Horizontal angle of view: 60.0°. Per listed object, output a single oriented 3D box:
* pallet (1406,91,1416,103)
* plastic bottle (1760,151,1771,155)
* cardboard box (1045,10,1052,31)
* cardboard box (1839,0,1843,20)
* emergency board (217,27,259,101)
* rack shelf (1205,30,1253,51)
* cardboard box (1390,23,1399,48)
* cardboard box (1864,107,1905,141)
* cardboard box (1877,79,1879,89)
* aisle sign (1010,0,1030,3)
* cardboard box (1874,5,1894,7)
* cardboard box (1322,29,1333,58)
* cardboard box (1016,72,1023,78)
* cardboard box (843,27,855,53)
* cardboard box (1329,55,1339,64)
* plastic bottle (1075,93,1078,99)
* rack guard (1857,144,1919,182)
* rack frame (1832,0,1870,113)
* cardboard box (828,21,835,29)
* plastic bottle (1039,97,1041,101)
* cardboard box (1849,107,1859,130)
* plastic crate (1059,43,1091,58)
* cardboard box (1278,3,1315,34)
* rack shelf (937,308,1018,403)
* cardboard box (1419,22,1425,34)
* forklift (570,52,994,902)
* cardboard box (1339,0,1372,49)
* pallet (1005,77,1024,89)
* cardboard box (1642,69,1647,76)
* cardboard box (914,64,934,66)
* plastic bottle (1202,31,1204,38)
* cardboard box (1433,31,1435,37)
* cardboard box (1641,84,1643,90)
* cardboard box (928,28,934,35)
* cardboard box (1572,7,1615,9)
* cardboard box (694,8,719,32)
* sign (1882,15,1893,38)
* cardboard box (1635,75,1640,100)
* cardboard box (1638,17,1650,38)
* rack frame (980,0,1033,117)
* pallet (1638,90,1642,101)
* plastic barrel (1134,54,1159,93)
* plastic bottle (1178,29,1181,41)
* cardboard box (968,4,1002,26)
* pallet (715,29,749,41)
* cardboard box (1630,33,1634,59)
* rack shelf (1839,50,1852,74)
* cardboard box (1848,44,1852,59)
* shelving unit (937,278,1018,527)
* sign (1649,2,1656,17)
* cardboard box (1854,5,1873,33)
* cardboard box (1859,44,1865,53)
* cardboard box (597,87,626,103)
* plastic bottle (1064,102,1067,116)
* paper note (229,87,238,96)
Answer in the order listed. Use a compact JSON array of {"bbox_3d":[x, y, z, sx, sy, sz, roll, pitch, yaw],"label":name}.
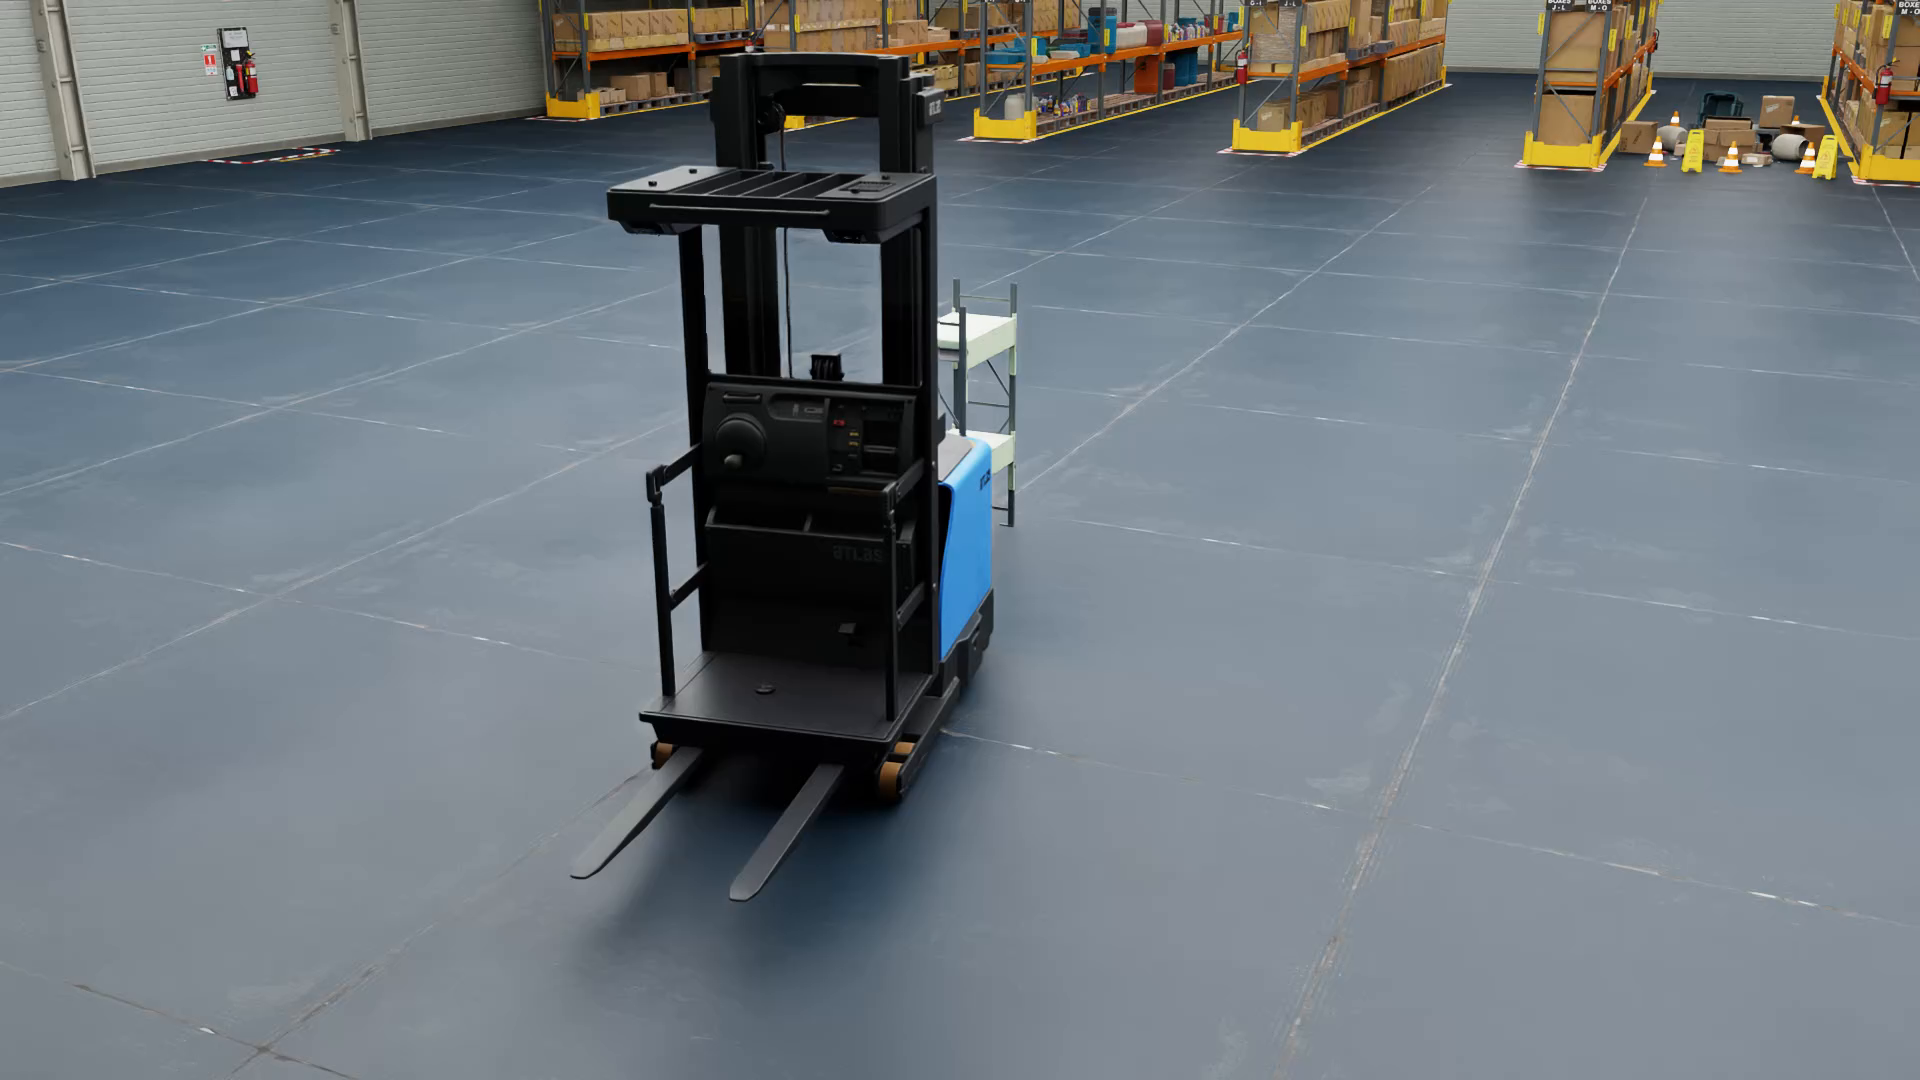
[{"bbox_3d":[10.040,-10.395,38.883,1.003,0.211,1.213,9,21,23],"label":"pallet"},{"bbox_3d":[13.813,-6.628,28.515,0.133,0.061,0.283,13,23,32],"label":"plastic bottle"},{"bbox_3d":[2.123,-13.790,44.120,0.500,0.500,0.500,8,21,22],"label":"cardboard box"},{"bbox_3d":[20.305,-12.070,37.789,0.500,0.500,0.500,8,21,21],"label":"cardboard box"},{"bbox_3d":[-12.189,-8.074,28.195,0.194,1.169,0.643,9,21,23],"label":"emergency board"},{"bbox_3d":[6.588,-12.907,42.859,1.077,0.370,4.000,9,21,23],"label":"rack shelf"},{"bbox_3d":[9.306,-11.048,36.410,0.500,0.500,0.500,8,21,21],"label":"cardboard box"},{"bbox_3d":[14.716,-6.623,26.473,0.500,0.500,0.500,9,22,25],"label":"cardboard box"},{"bbox_3d":[14.375,-7.045,25.676,0.380,0.149,0.250,8,21,22],"label":"cardboard box"},{"bbox_3d":[1.093,-10.129,30.094,0.394,0.787,0.004,9,21,23],"label":"aisle sign"},{"bbox_3d":[15.446,-8.550,27.449,0.700,0.500,0.500,9,21,23],"label":"cardboard box"},{"bbox_3d":[6.421,-9.253,30.917,0.875,0.500,0.500,9,21,23],"label":"cardboard box"},{"bbox_3d":[1.311,-12.155,42.744,0.500,0.500,0.500,8,21,22],"label":"cardboard box"},{"bbox_3d":[-2.619,-10.465,34.770,0.700,0.500,0.500,9,21,24],"label":"cardboard box"},{"bbox_3d":[6.923,-9.050,31.314,0.380,0.149,0.250,9,21,23],"label":"cardboard box"},{"bbox_3d":[2.361,-8.932,33.903,0.144,0.351,0.185,9,21,23],"label":"plastic bottle"},{"bbox_3d":[14.446,-5.772,25.454,1.175,0.500,0.348,9,21,23],"label":"rack guard"},{"bbox_3d":[19.329,-10.595,35.284,1.000,3.000,0.127,9,21,23],"label":"rack frame"},{"bbox_3d":[-2.780,-10.484,33.855,0.380,0.149,0.250,8,21,22],"label":"cardboard box"},{"bbox_3d":[1.601,-8.824,33.702,0.061,0.283,0.133,10,22,25],"label":"plastic bottle"},{"bbox_3d":[16.840,-7.703,30.447,0.950,0.372,0.625,9,22,24],"label":"cardboard box"},{"bbox_3d":[2.288,-9.743,33.111,0.499,0.251,0.616,9,21,23],"label":"plastic crate"},{"bbox_3d":[5.848,-9.076,28.927,0.500,0.500,0.500,9,21,23],"label":"cardboard box"},{"bbox_3d":[-0.003,-1.072,9.581,0.431,0.370,0.720,9,21,23],"label":"rack shelf"},{"bbox_3d":[10.719,-12.132,39.386,0.500,0.250,0.500,8,21,22],"label":"cardboard box"},{"bbox_3d":[-0.692,-0.435,6.819,1.130,2.935,3.031,5,20,14],"label":"forklift"},{"bbox_3d":[7.465,-10.214,32.689,1.000,1.000,1.000,9,21,23],"label":"cardboard box"},{"bbox_3d":[0.953,-11.748,42.687,1.003,0.211,1.213,9,21,23],"label":"pallet"},{"bbox_3d":[16.055,-11.079,39.385,0.380,0.149,0.250,9,22,25],"label":"cardboard box"},{"bbox_3d":[-0.869,-11.139,39.454,0.500,0.311,0.500,9,22,25],"label":"cardboard box"},{"bbox_3d":[5.880,-12.337,40.478,0.097,0.201,0.097,0,20,0],"label":"plastic bottle"},{"bbox_3d":[11.454,-12.438,40.841,0.380,0.149,0.250,9,21,24],"label":"cardboard box"},{"bbox_3d":[15.918,-10.725,39.278,0.380,0.149,0.250,9,21,24],"label":"cardboard box"},{"bbox_3d":[-0.929,-11.804,38.816,0.500,0.311,0.500,8,21,22],"label":"cardboard box"},{"bbox_3d":[10.637,-8.776,28.334,0.875,0.550,0.500,9,21,23],"label":"cardboard box"},{"bbox_3d":[-6.070,-12.123,38.776,0.700,0.500,0.500,11,22,28],"label":"cardboard box"},{"bbox_3d":[13.917,-7.704,24.954,0.100,0.325,0.005,9,21,23],"label":"sign"},{"bbox_3d":[14.698,-10.003,36.722,0.500,0.500,0.500,8,21,22],"label":"cardboard box"},{"bbox_3d":[15.204,-11.548,37.369,0.500,0.500,0.500,8,21,22],"label":"cardboard box"},{"bbox_3d":[0.855,-8.966,30.704,1.000,3.000,0.127,9,21,23],"label":"rack frame"},{"bbox_3d":[15.512,-10.514,39.218,1.003,0.211,1.213,9,21,23],"label":"pallet"},{"bbox_3d":[4.316,-10.739,38.301,0.600,0.830,0.708,9,21,23],"label":"plastic barrel"},{"bbox_3d":[5.118,-11.792,38.823,0.061,0.283,0.133,9,21,23],"label":"plastic bottle"},{"bbox_3d":[0.630,-13.227,41.910,0.700,0.500,0.500,12,23,31],"label":"cardboard box"},{"bbox_3d":[-5.681,-12.070,39.718,1.003,0.211,1.213,9,21,23],"label":"pallet"},{"bbox_3d":[12.784,-9.588,32.304,0.500,0.500,0.500,8,21,22],"label":"cardboard box"},{"bbox_3d":[18.510,-9.645,33.686,1.077,0.370,4.000,9,21,23],"label":"rack shelf"},{"bbox_3d":[17.856,-9.650,32.851,0.500,0.250,0.500,9,21,24],"label":"cardboard box"},{"bbox_3d":[-0.003,-0.705,9.712,0.431,1.500,0.755,9,21,23],"label":"shelving unit"},{"bbox_3d":[15.279,-11.714,36.702,0.100,0.325,0.005,9,21,23],"label":"sign"},{"bbox_3d":[17.664,-10.085,32.207,0.500,0.500,0.500,8,21,21],"label":"cardboard box"},{"bbox_3d":[16.956,-9.138,30.934,0.380,0.149,0.250,9,21,23],"label":"cardboard box"},{"bbox_3d":[-7.584,-9.639,35.953,0.500,0.311,0.500,11,22,27],"label":"cardboard box"},{"bbox_3d":[2.063,-8.535,32.906,0.097,0.271,0.097,0,20,0],"label":"plastic bottle"},{"bbox_3d":[-12.325,-7.614,28.217,0.016,0.148,0.142,9,21,23],"label":"paper note"}]
